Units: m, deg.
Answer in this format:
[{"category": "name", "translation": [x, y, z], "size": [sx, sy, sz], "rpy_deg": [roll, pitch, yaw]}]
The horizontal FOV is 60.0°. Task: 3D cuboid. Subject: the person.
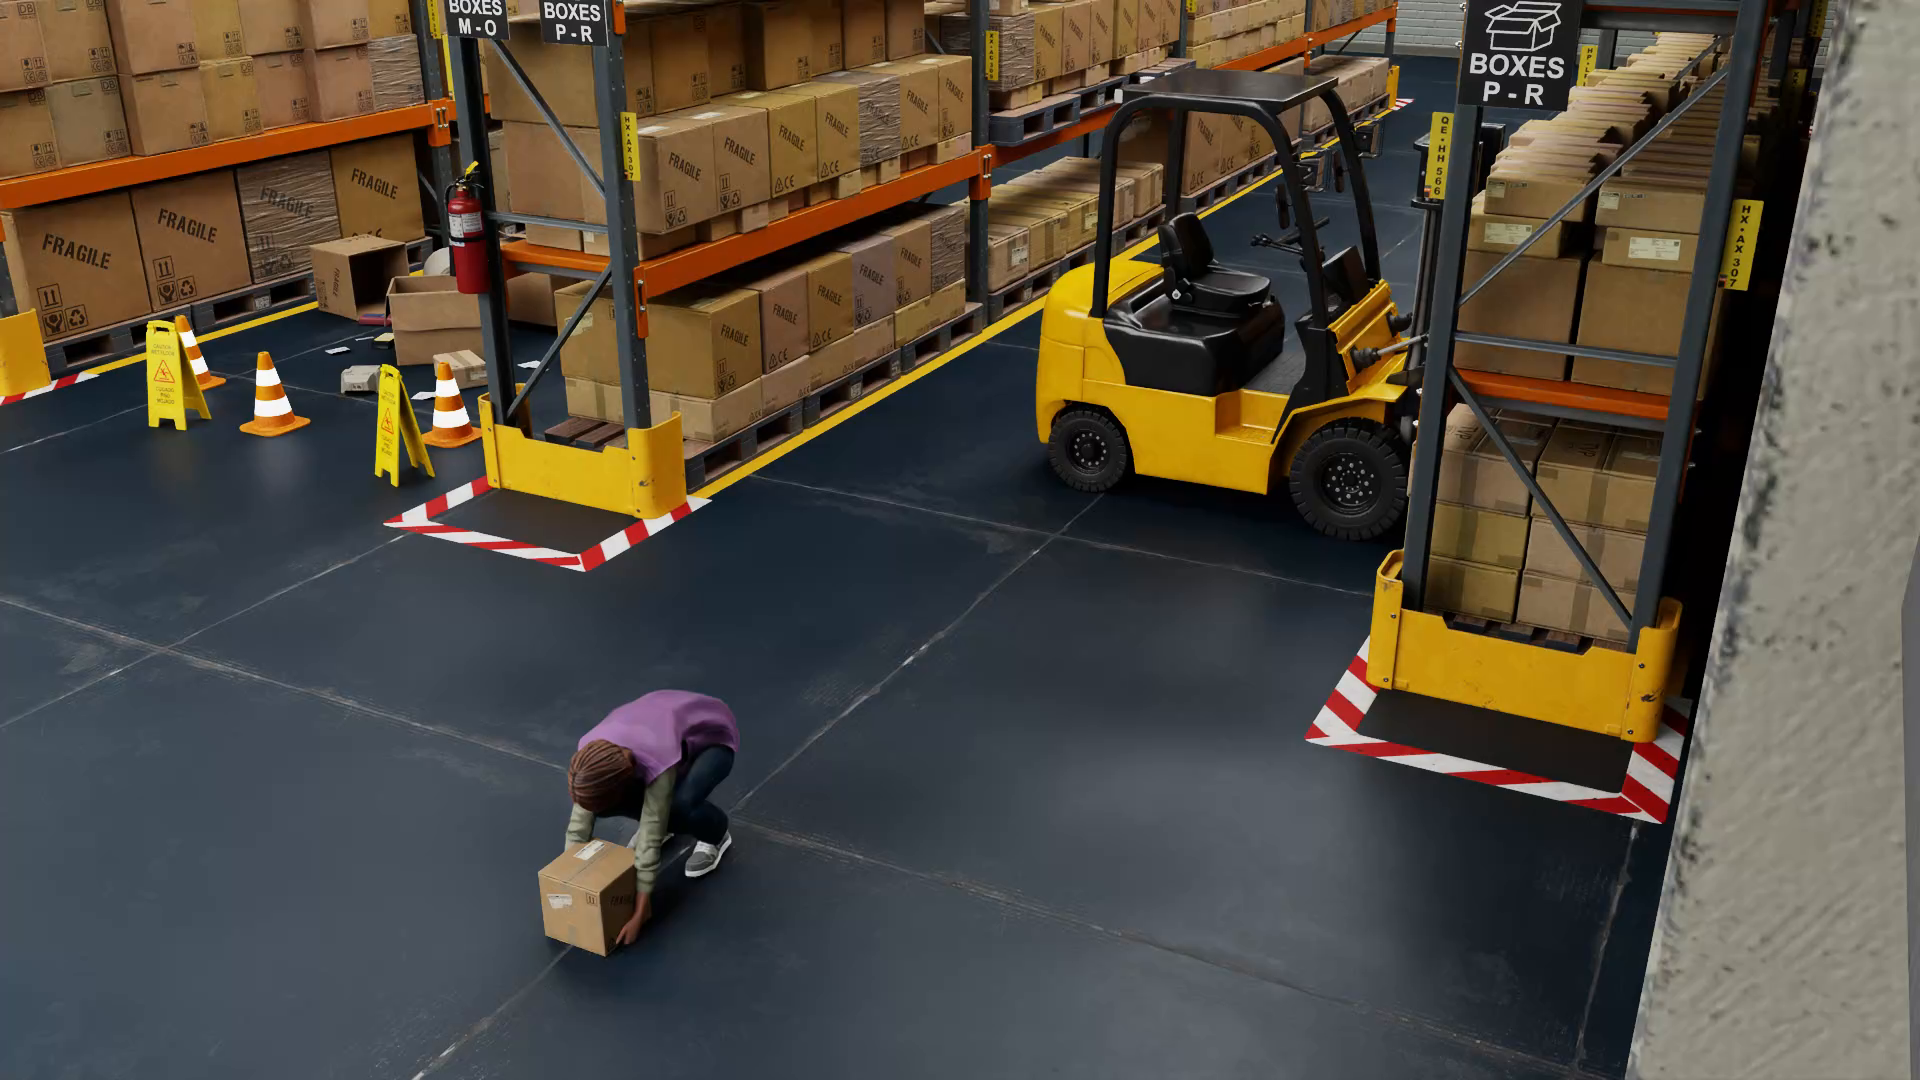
[{"category": "person", "translation": [-1.054, 0.873, 5.685], "size": [0.428, 0.729, 0.848], "rpy_deg": [11, 25, 24]}]
